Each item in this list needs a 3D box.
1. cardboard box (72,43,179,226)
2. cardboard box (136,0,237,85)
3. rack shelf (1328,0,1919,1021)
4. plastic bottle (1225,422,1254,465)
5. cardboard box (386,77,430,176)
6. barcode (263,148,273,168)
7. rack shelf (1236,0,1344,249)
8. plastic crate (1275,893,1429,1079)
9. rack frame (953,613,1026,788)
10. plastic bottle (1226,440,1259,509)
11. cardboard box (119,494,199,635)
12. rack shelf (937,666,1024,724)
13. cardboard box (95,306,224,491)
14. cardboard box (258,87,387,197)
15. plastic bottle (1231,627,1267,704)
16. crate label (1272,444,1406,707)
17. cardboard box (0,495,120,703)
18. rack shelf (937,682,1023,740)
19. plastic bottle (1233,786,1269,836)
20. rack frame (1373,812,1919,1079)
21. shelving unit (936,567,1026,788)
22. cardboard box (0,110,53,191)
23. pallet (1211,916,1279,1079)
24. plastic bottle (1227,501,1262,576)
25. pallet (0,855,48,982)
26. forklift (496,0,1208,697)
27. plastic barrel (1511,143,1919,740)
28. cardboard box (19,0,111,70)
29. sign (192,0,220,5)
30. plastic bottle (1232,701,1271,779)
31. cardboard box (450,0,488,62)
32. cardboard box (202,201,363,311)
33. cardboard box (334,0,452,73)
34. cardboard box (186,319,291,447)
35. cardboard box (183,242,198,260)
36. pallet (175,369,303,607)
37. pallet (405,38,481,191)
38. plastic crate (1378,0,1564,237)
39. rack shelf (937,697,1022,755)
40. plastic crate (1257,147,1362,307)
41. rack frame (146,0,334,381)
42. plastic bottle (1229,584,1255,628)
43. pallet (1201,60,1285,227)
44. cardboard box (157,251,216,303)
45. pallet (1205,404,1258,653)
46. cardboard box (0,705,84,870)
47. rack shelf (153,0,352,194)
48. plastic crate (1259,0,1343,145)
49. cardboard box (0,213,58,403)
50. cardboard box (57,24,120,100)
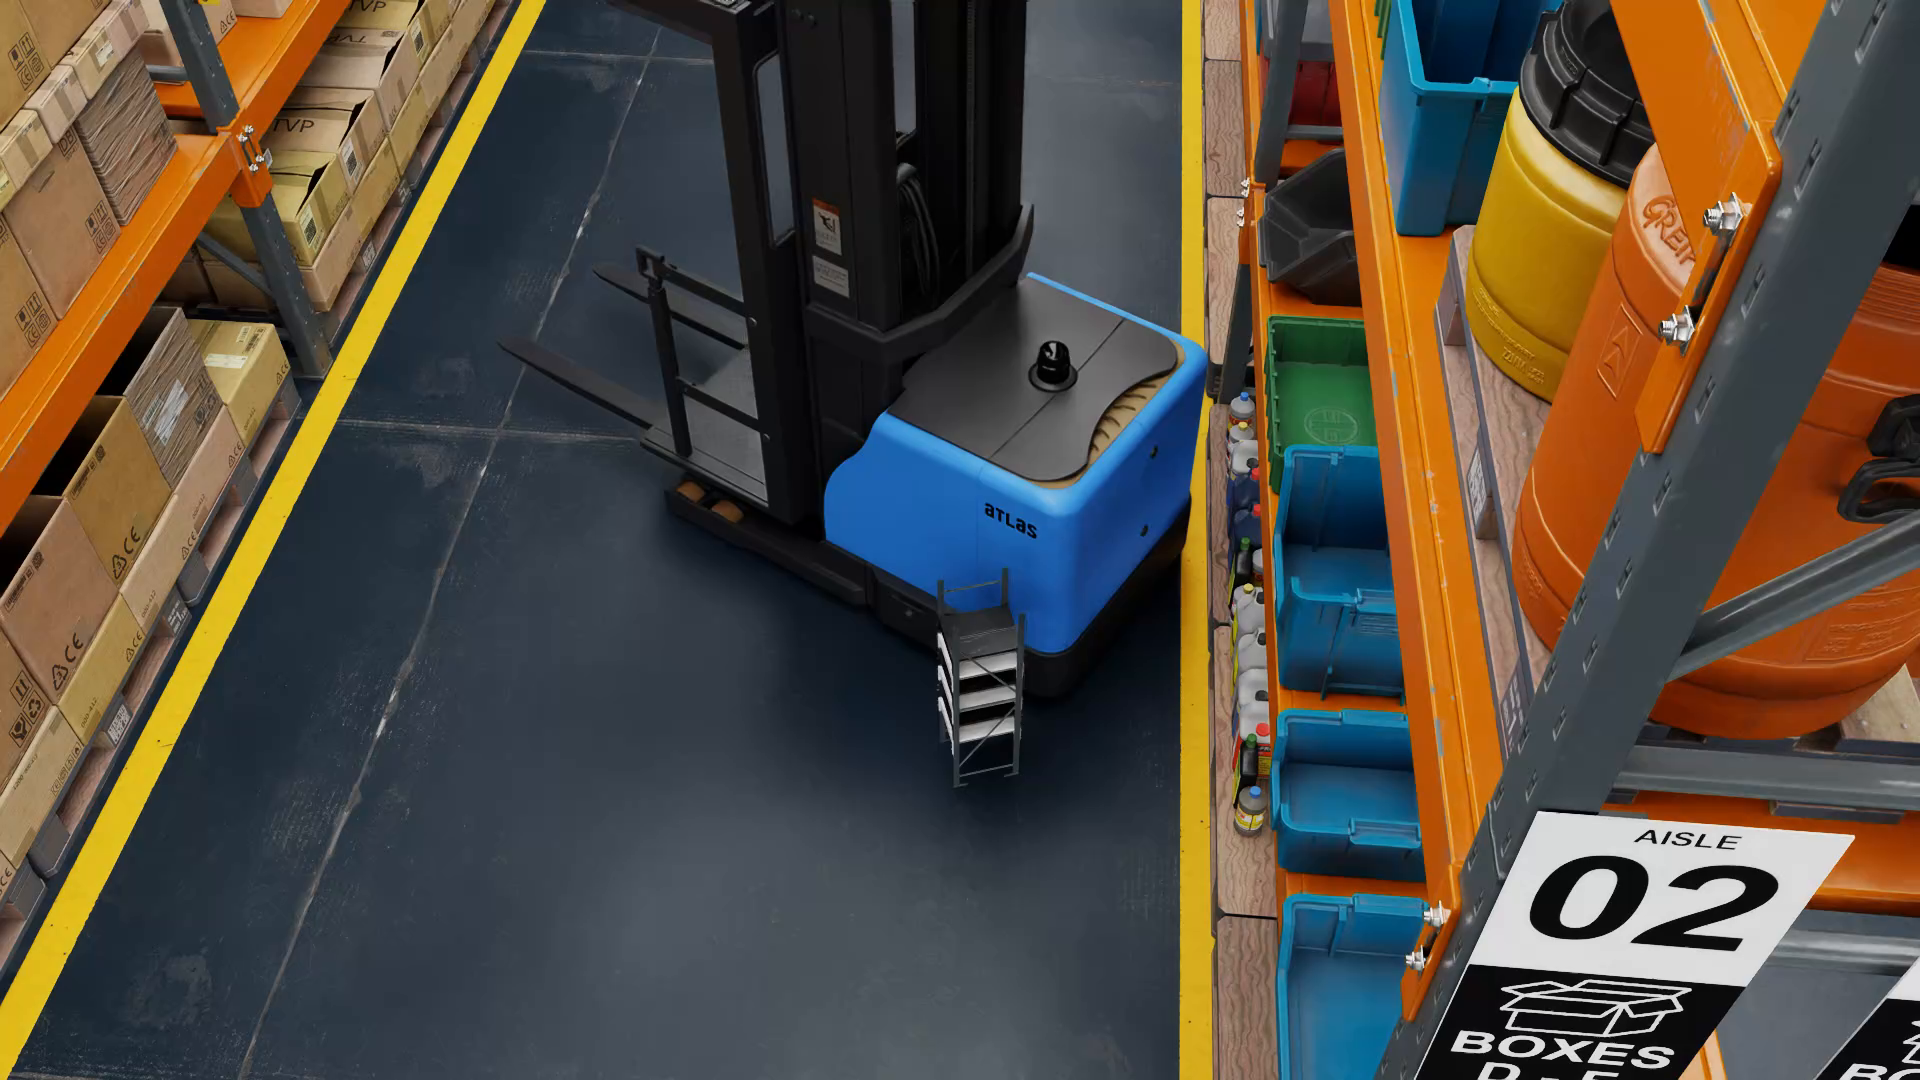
[{"bbox_3d":[-3.363,-1.510,6.057,0.700,0.500,0.500,3,48,3],"label":"cardboard box"},{"bbox_3d":[-3.328,-2.117,6.781,0.500,0.250,0.500,7,48,6],"label":"cardboard box"},{"bbox_3d":[1.421,-0.767,3.899,1.077,0.370,4.000,4,48,4],"label":"rack shelf"},{"bbox_3d":[1.128,-0.392,6.700,0.097,0.201,0.097,0,48,0],"label":"plastic bottle"},{"bbox_3d":[-2.953,-2.053,8.199,0.500,0.250,0.500,3,48,2],"label":"cardboard box"},{"bbox_3d":[-2.891,-1.591,6.944,0.001,0.075,0.075,4,48,4],"label":"barcode"},{"bbox_3d":[1.785,-2.694,7.694,1.077,0.370,4.000,4,48,4],"label":"rack shelf"},{"bbox_3d":[0.986,1.135,3.806,0.499,0.251,0.616,4,48,4],"label":"plastic crate"},{"bbox_3d":[0.094,0.561,5.653,0.240,0.900,0.006,-11,48,-10],"label":"rack frame"},{"bbox_3d":[1.135,-0.252,6.521,0.152,0.276,0.135,5,48,5],"label":"plastic bottle"},{"bbox_3d":[-3.240,0.074,6.254,0.500,0.250,0.500,4,48,4],"label":"cardboard box"},{"bbox_3d":[0.068,0.510,5.744,0.258,0.077,0.200,-11,48,-10],"label":"rack shelf"},{"bbox_3d":[-3.211,-0.548,6.315,0.500,0.500,0.500,4,48,4],"label":"cardboard box"},{"bbox_3d":[-2.993,-1.860,7.643,0.500,0.311,0.500,3,48,3],"label":"cardboard box"},{"bbox_3d":[1.043,0.432,5.845,0.144,0.351,0.185,6,48,5],"label":"plastic bottle"},{"bbox_3d":[1.137,0.090,4.637,0.502,0.435,0.616,4,48,4],"label":"crate label"},{"bbox_3d":[-3.284,0.189,5.641,0.500,0.500,0.500,4,48,4],"label":"cardboard box"},{"bbox_3d":[0.068,0.571,5.811,0.258,0.077,0.200,-11,48,-10],"label":"rack shelf"},{"bbox_3d":[0.969,0.889,5.528,0.097,0.201,0.097,0,48,0],"label":"plastic bottle"},{"bbox_3d":[1.239,1.472,3.396,1.000,3.000,0.127,4,48,4],"label":"rack frame"},{"bbox_3d":[0.068,0.488,5.720,0.258,0.900,0.210,-11,48,-10],"label":"shelving unit"},{"bbox_3d":[-3.210,-1.274,5.401,0.380,0.149,0.250,4,48,3],"label":"cardboard box"},{"bbox_3d":[1.278,1.758,5.025,1.003,0.211,1.213,4,48,4],"label":"pallet"},{"bbox_3d":[1.099,-0.017,6.256,0.144,0.351,0.185,2,48,2],"label":"plastic bottle"},{"bbox_3d":[-3.666,1.513,5.249,1.003,0.211,1.213,4,48,4],"label":"pallet"},{"bbox_3d":[-0.596,-1.282,5.962,3.031,2.935,1.130,27,53,22],"label":"forklift"},{"bbox_3d":[1.156,-0.192,2.311,0.600,0.830,0.708,4,48,4],"label":"plastic barrel"},{"bbox_3d":[-3.363,-1.948,5.578,0.700,0.500,0.500,4,48,4],"label":"cardboard box"},{"bbox_3d":[-2.776,-2.085,6.010,0.100,0.325,0.005,4,48,4],"label":"sign"},{"bbox_3d":[1.020,0.681,5.668,0.152,0.276,0.135,4,48,4],"label":"plastic bottle"},{"bbox_3d":[-2.862,-2.804,8.887,0.500,0.250,0.500,5,48,4],"label":"cardboard box"},{"bbox_3d":[-3.046,-1.296,7.508,0.500,0.250,0.500,3,48,3],"label":"cardboard box"},{"bbox_3d":[-2.905,-2.623,8.341,0.500,0.311,0.500,5,48,5],"label":"cardboard box"},{"bbox_3d":[-3.154,-0.661,6.927,0.500,0.250,0.500,4,48,4],"label":"cardboard box"},{"bbox_3d":[-3.578,-1.523,7.335,0.500,0.311,0.500,4,48,4],"label":"cardboard box"},{"bbox_3d":[-3.444,-0.280,6.889,1.003,0.211,1.213,4,48,4],"label":"pallet"},{"bbox_3d":[-3.192,-2.305,8.741,1.003,0.211,1.213,4,48,4],"label":"pallet"},{"bbox_3d":[1.112,-0.956,3.596,0.392,0.384,0.575,4,48,4],"label":"plastic crate"},{"bbox_3d":[0.068,0.632,5.877,0.258,0.077,0.200,-11,48,-10],"label":"rack shelf"},{"bbox_3d":[1.429,-1.070,5.764,0.767,0.338,0.504,4,48,4],"label":"plastic crate"},{"bbox_3d":[-3.329,-1.803,6.392,1.000,3.000,0.127,4,48,4],"label":"rack frame"},{"bbox_3d":[1.050,0.239,6.122,0.097,0.201,0.097,0,48,0],"label":"plastic bottle"},{"bbox_3d":[1.745,-2.004,8.466,1.003,0.211,1.213,4,48,4],"label":"pallet"},{"bbox_3d":[-3.580,-1.341,7.548,0.500,0.250,0.500,3,48,3],"label":"cardboard box"},{"bbox_3d":[1.500,-0.035,6.665,1.003,0.211,1.213,4,48,4],"label":"pallet"},{"bbox_3d":[-3.336,0.809,5.582,0.500,0.250,0.500,4,48,4],"label":"cardboard box"},{"bbox_3d":[-3.147,-3.030,8.002,1.077,0.370,4.000,4,48,4],"label":"rack shelf"},{"bbox_3d":[1.342,-1.865,6.405,0.402,0.464,0.583,4,48,4],"label":"plastic crate"},{"bbox_3d":[-3.455,-0.754,5.365,0.700,0.500,0.500,5,48,4],"label":"cardboard box"},{"bbox_3d":[-3.165,-1.660,5.754,0.380,0.149,0.250,3,48,3],"label":"cardboard box"}]
